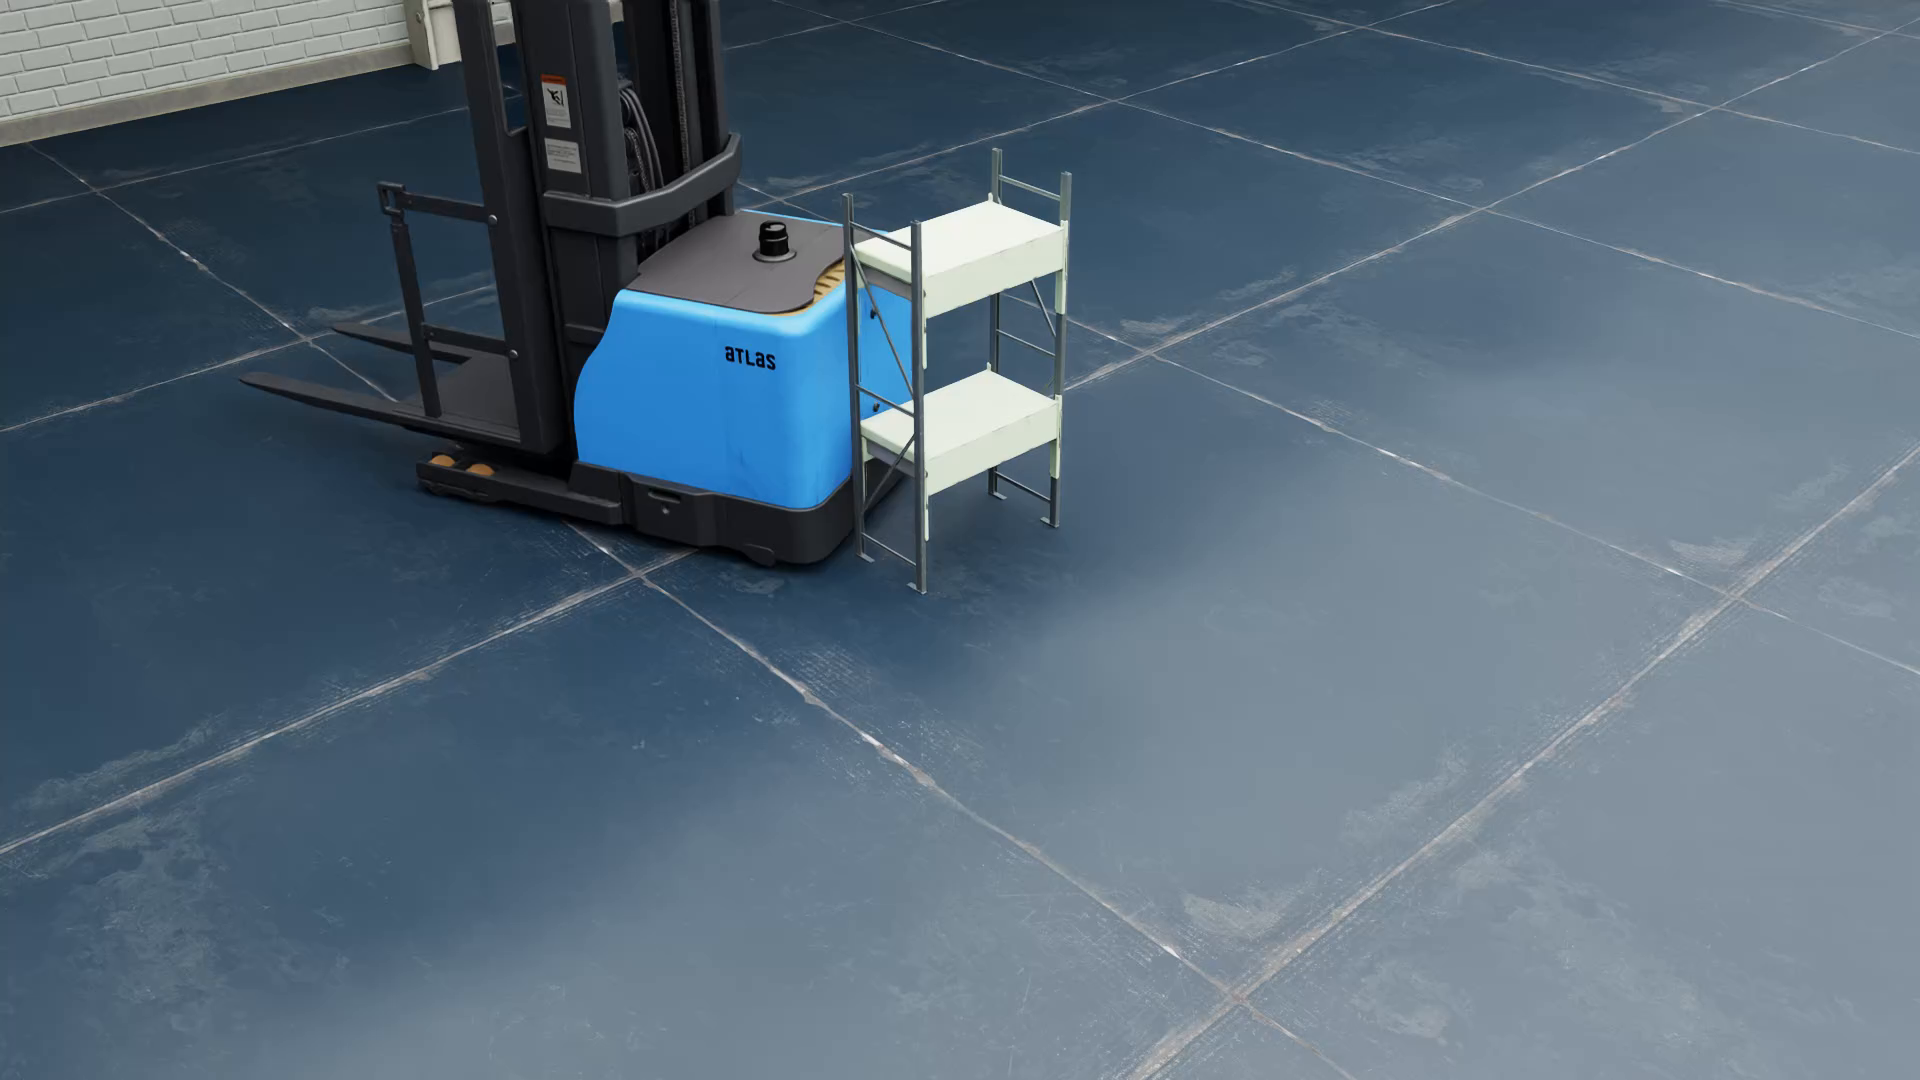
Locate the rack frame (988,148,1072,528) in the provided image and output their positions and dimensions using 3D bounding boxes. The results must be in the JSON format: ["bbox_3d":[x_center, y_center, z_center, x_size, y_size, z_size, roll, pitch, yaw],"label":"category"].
[{"bbox_3d":[0.264,-0.767,6.567,0.023,1.500,0.400,-26,40,-35],"label":"rack frame"}]

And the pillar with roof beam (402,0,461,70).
[{"bbox_3d":[-1.017,-5.868,7.720,0.400,9.000,9.100,-26,40,-35],"label":"pillar with roof beam"}]

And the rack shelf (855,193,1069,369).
[{"bbox_3d":[-0.005,-0.970,6.151,0.720,0.370,0.431,-26,40,-35],"label":"rack shelf"}]

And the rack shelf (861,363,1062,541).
[{"bbox_3d":[-0.005,-0.359,6.525,0.720,0.370,0.431,-26,40,-35],"label":"rack shelf"}]

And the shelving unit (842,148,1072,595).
[{"bbox_3d":[-0.005,-0.637,6.355,0.755,1.500,0.431,-26,40,-35],"label":"shelving unit"}]

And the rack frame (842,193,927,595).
[{"bbox_3d":[-0.273,-0.508,6.143,0.023,1.500,0.400,-26,40,-35],"label":"rack frame"}]

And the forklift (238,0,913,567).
[{"bbox_3d":[-1.744,-1.640,6.622,3.031,2.935,1.130,13,34,20],"label":"forklift"}]
